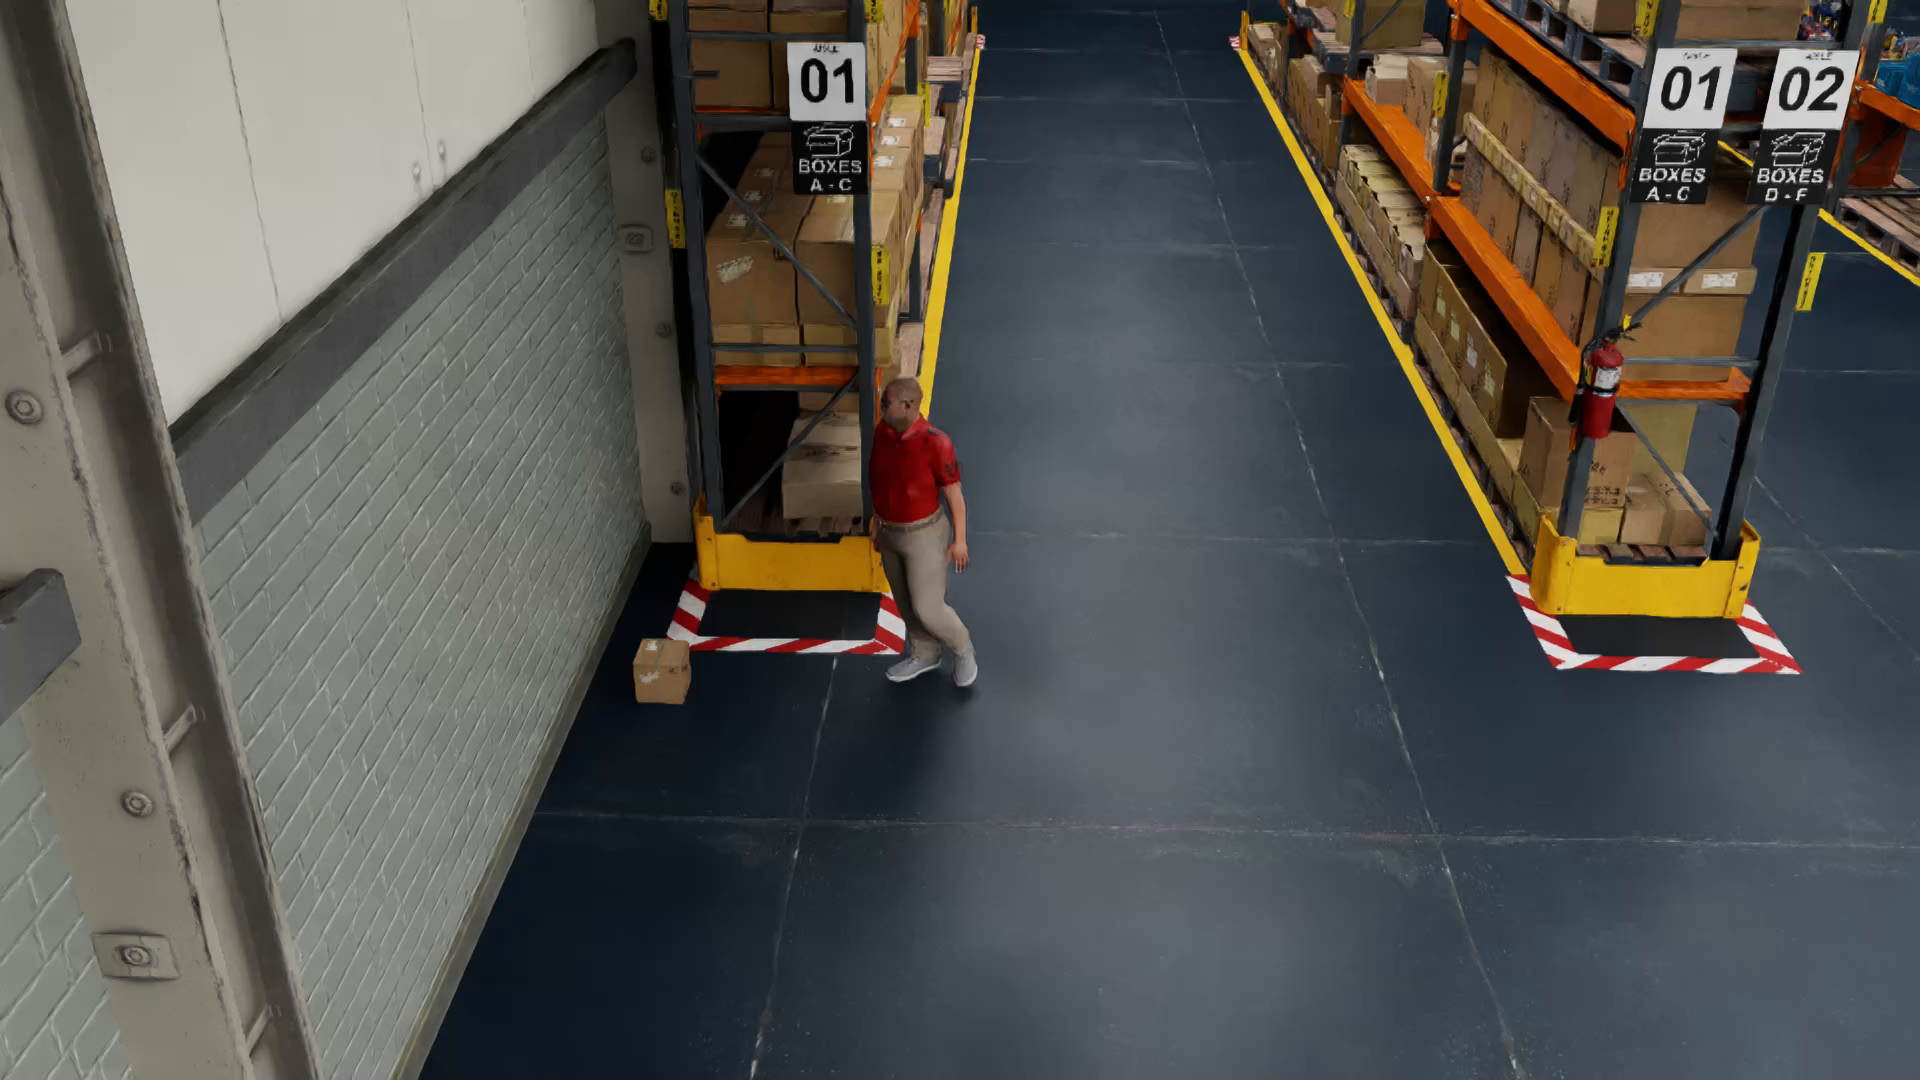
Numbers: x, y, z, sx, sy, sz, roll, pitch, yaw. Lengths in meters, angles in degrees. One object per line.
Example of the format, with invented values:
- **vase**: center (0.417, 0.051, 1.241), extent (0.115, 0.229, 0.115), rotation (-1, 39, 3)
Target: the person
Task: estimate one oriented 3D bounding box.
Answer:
- **person**: center (-0.197, -0.032, 8.691), extent (0.659, 1.725, 0.467), rotation (25, 37, 39)
